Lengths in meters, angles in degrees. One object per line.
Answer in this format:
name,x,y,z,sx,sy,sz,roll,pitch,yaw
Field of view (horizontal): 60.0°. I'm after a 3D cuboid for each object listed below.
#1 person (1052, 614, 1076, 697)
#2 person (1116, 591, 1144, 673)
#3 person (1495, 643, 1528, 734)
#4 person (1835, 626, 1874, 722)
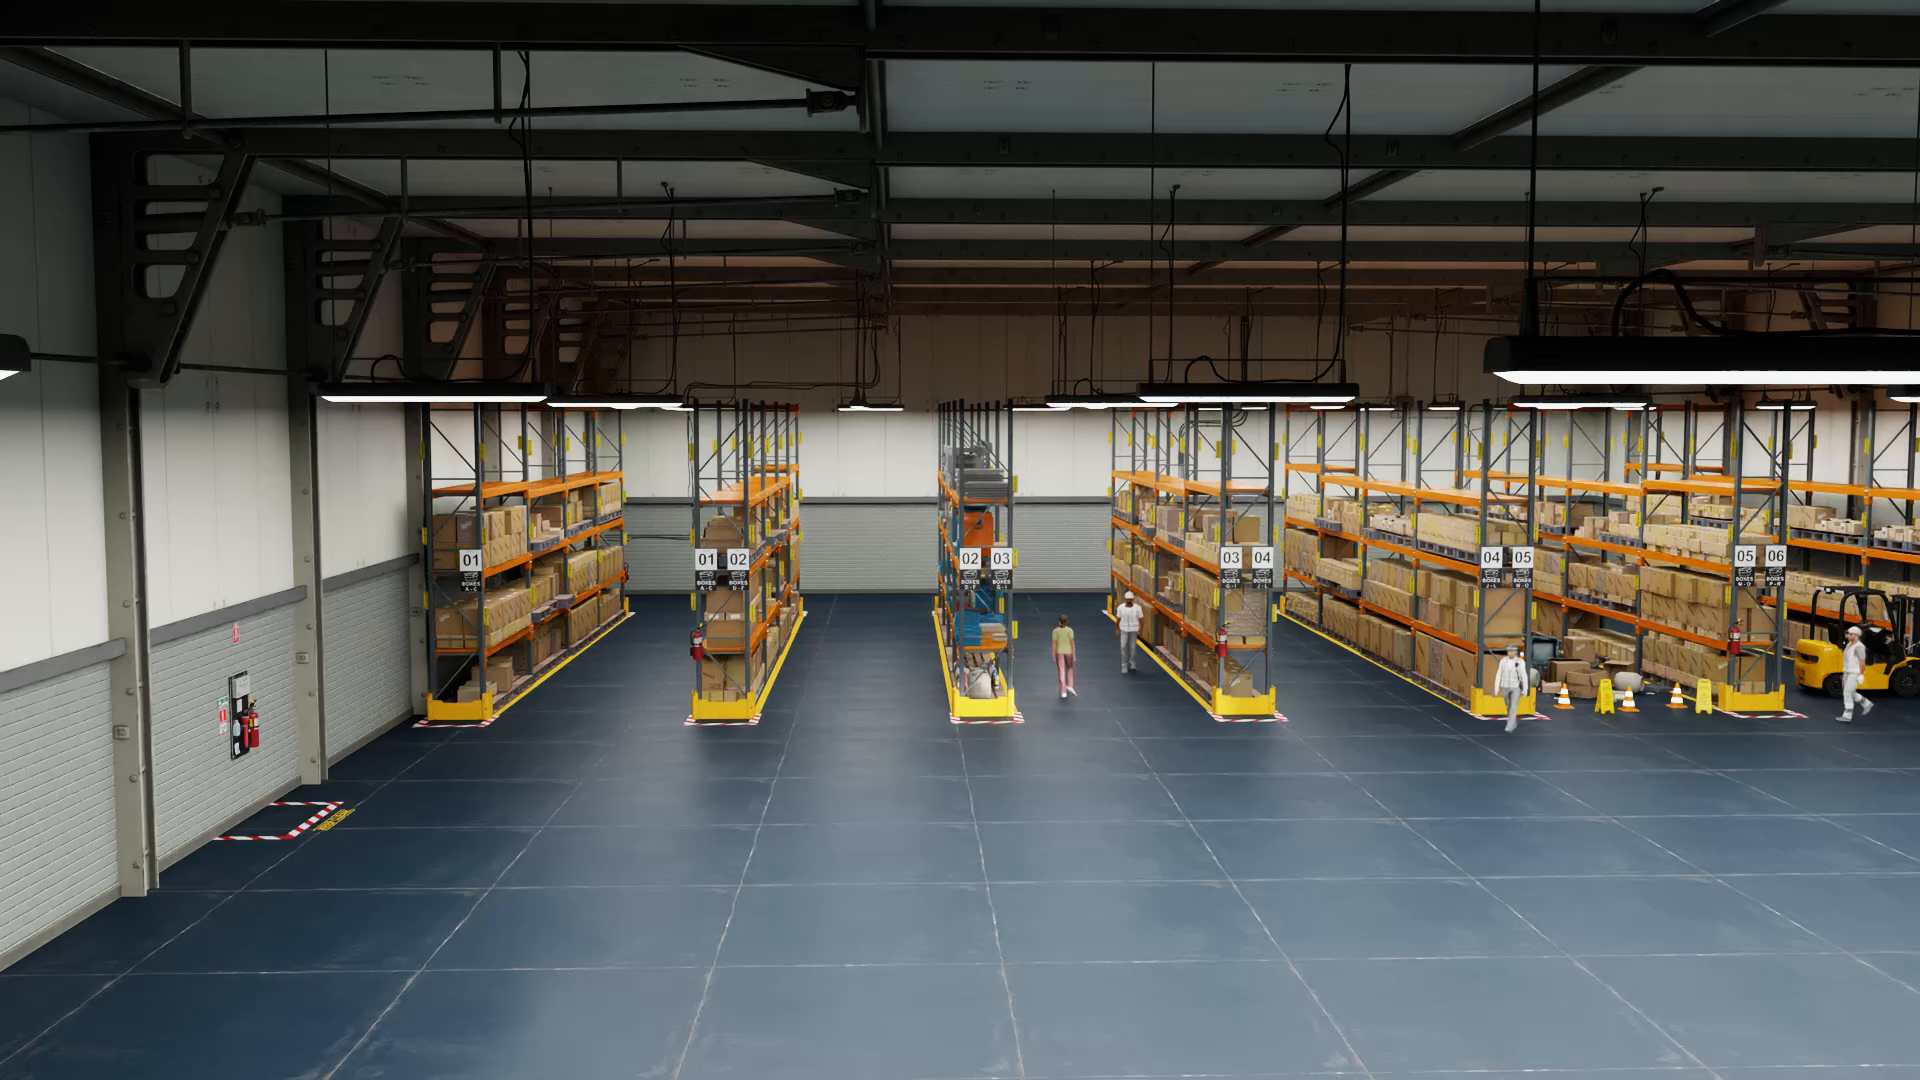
person,2.100,2.335,33.587,0.502,1.674,0.479,0,4,1
person,3.768,2.039,37.015,0.642,1.791,0.641,1,4,14
person,9.814,2.646,29.695,0.517,1.603,1.064,3,6,39
person,16.653,2.483,30.890,0.822,1.771,0.551,0,4,-4
